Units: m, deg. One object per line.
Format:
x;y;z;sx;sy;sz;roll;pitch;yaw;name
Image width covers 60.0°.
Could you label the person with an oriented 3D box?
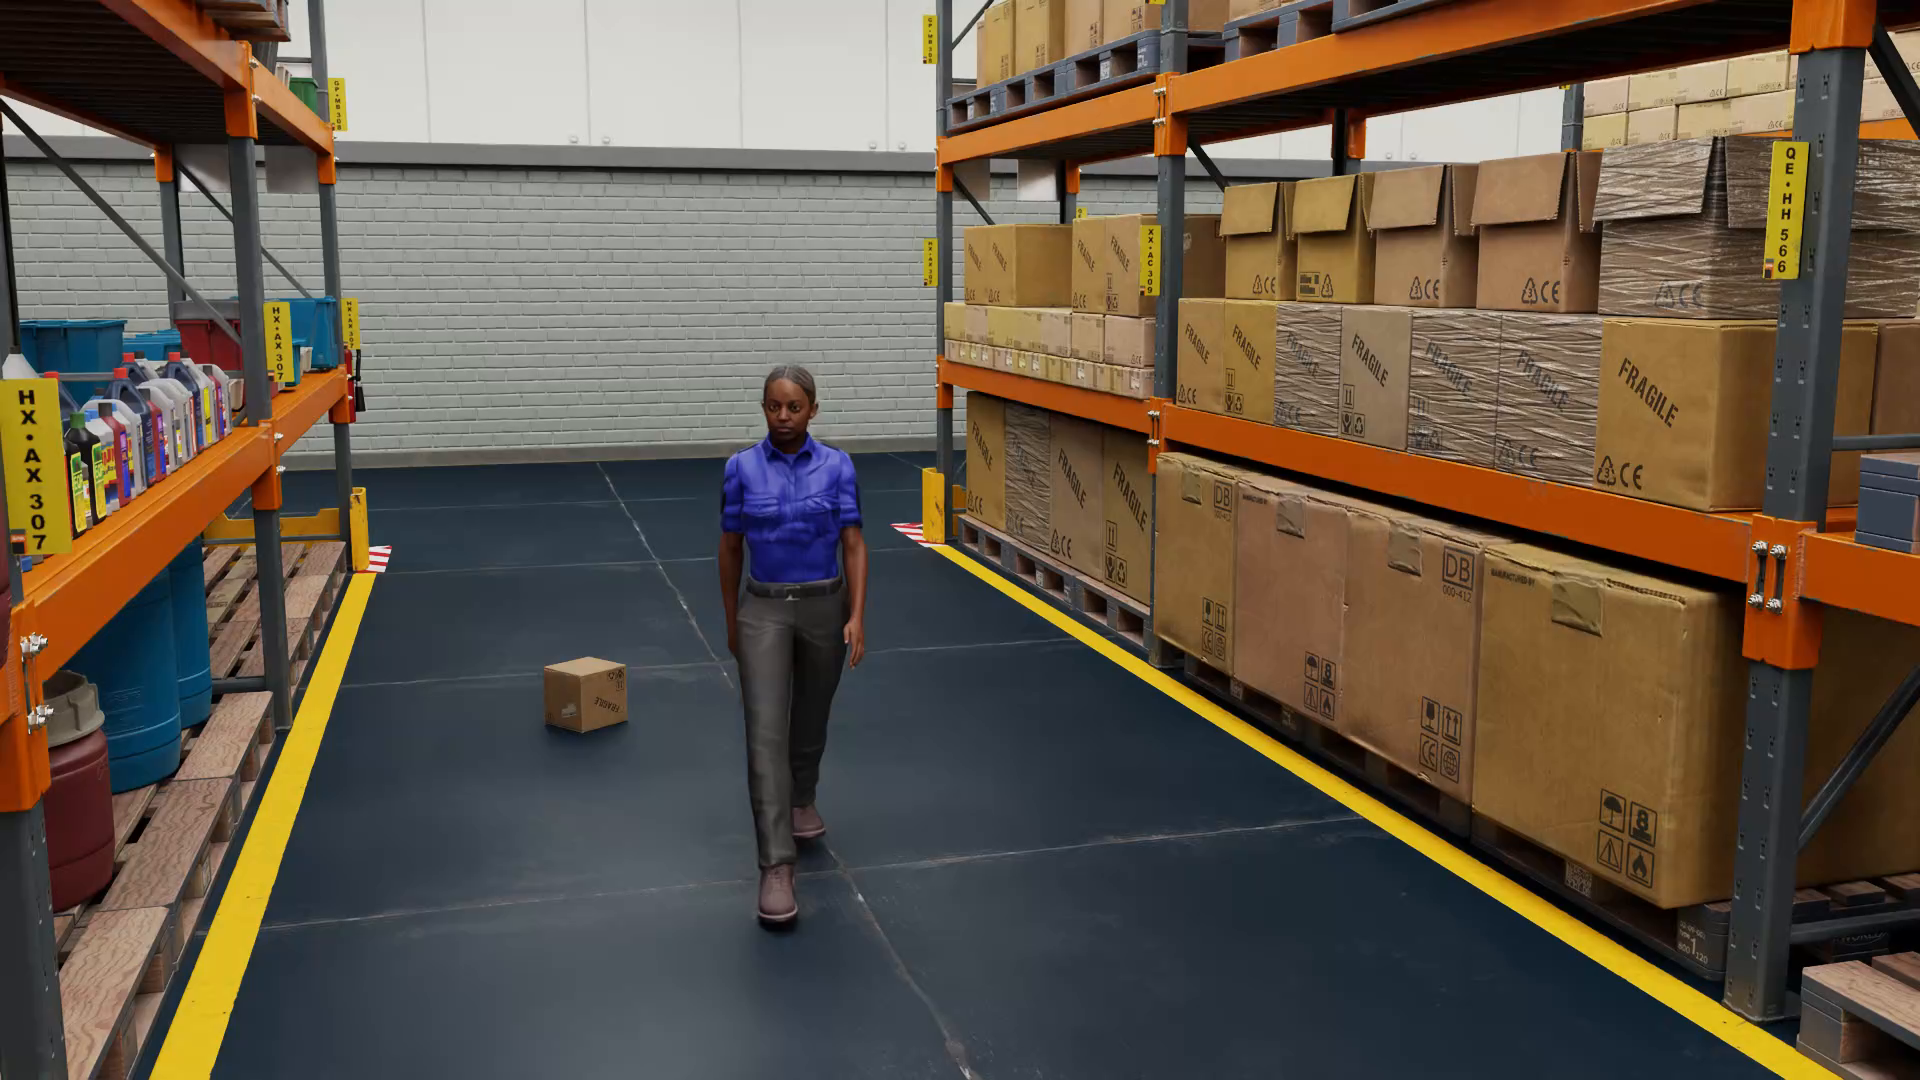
-0.515;0.260;5.238;0.458;1.619;0.953;-2;10;-12;person
